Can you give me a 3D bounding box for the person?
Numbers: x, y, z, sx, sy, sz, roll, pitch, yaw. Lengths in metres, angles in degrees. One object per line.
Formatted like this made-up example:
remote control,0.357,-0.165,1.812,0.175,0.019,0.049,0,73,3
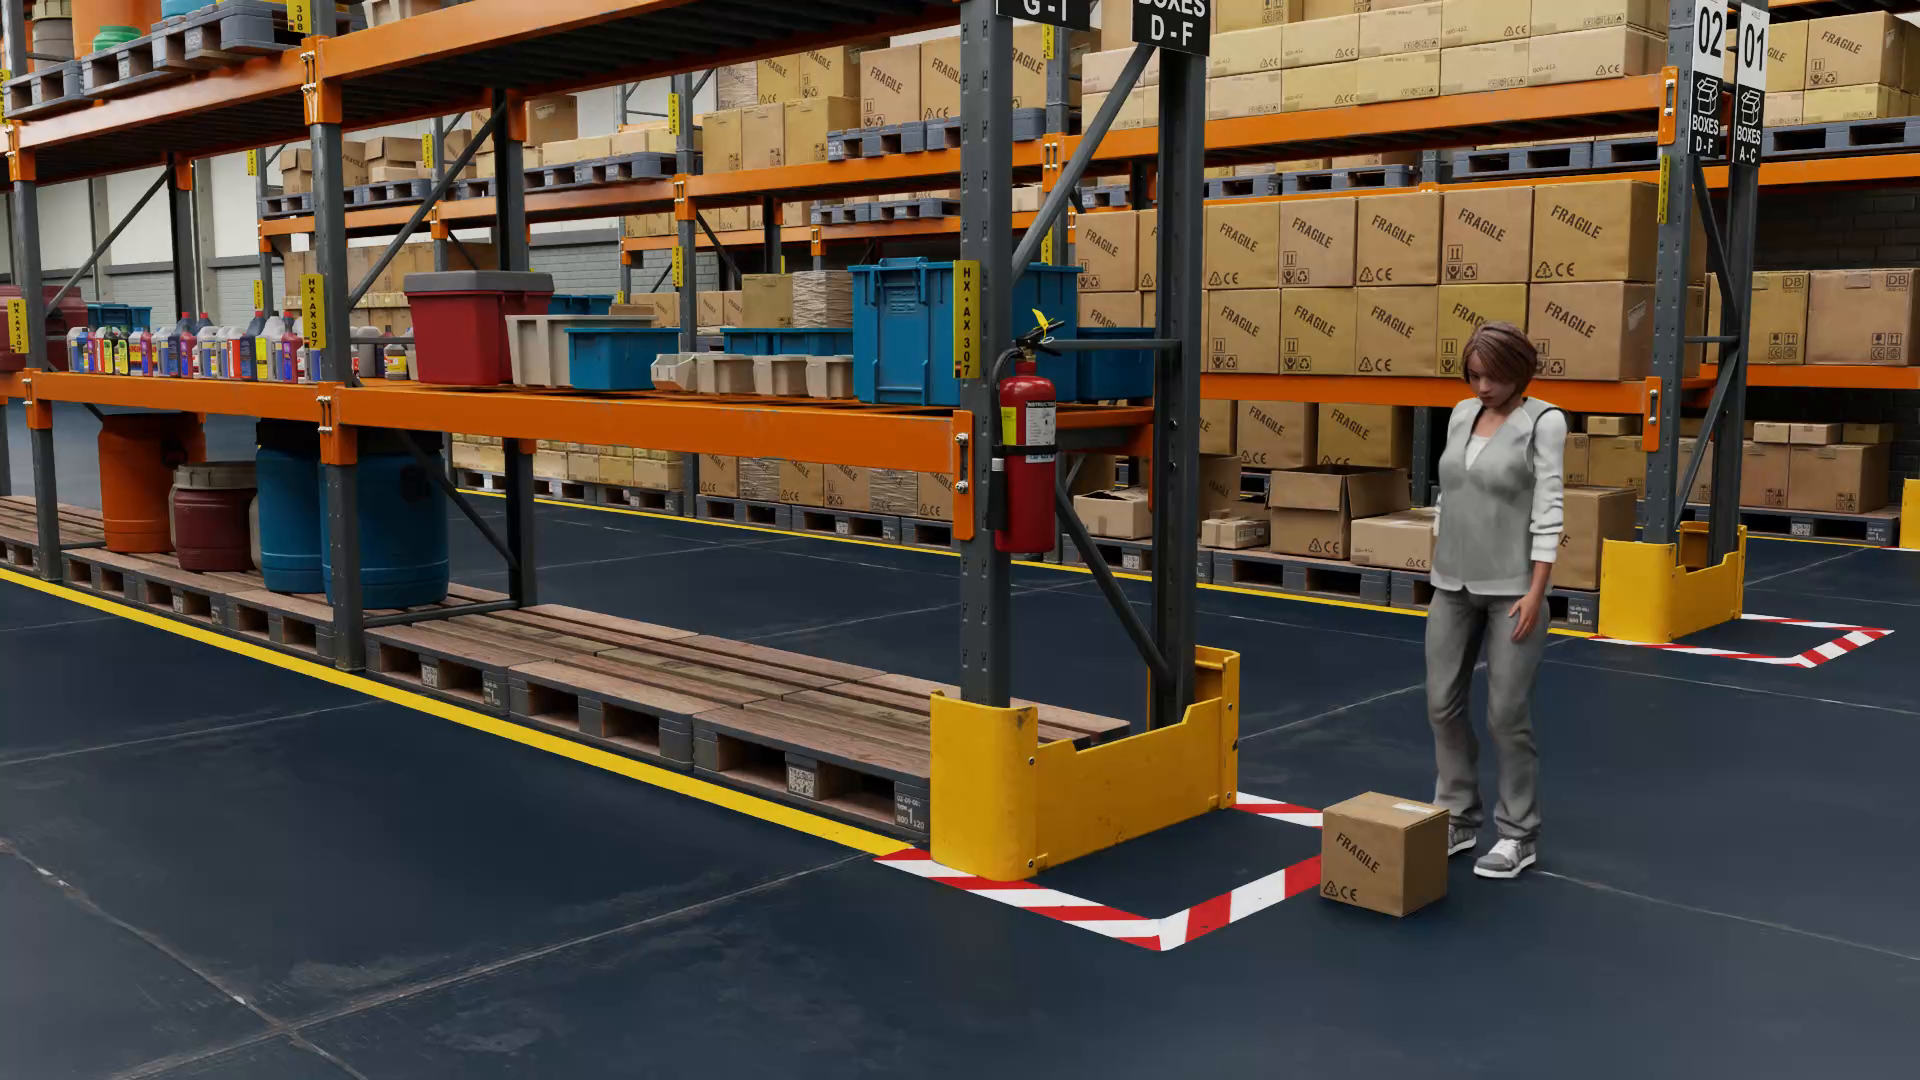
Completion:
person,1.539,0.174,4.786,0.298,1.574,0.410,-6,9,-38
